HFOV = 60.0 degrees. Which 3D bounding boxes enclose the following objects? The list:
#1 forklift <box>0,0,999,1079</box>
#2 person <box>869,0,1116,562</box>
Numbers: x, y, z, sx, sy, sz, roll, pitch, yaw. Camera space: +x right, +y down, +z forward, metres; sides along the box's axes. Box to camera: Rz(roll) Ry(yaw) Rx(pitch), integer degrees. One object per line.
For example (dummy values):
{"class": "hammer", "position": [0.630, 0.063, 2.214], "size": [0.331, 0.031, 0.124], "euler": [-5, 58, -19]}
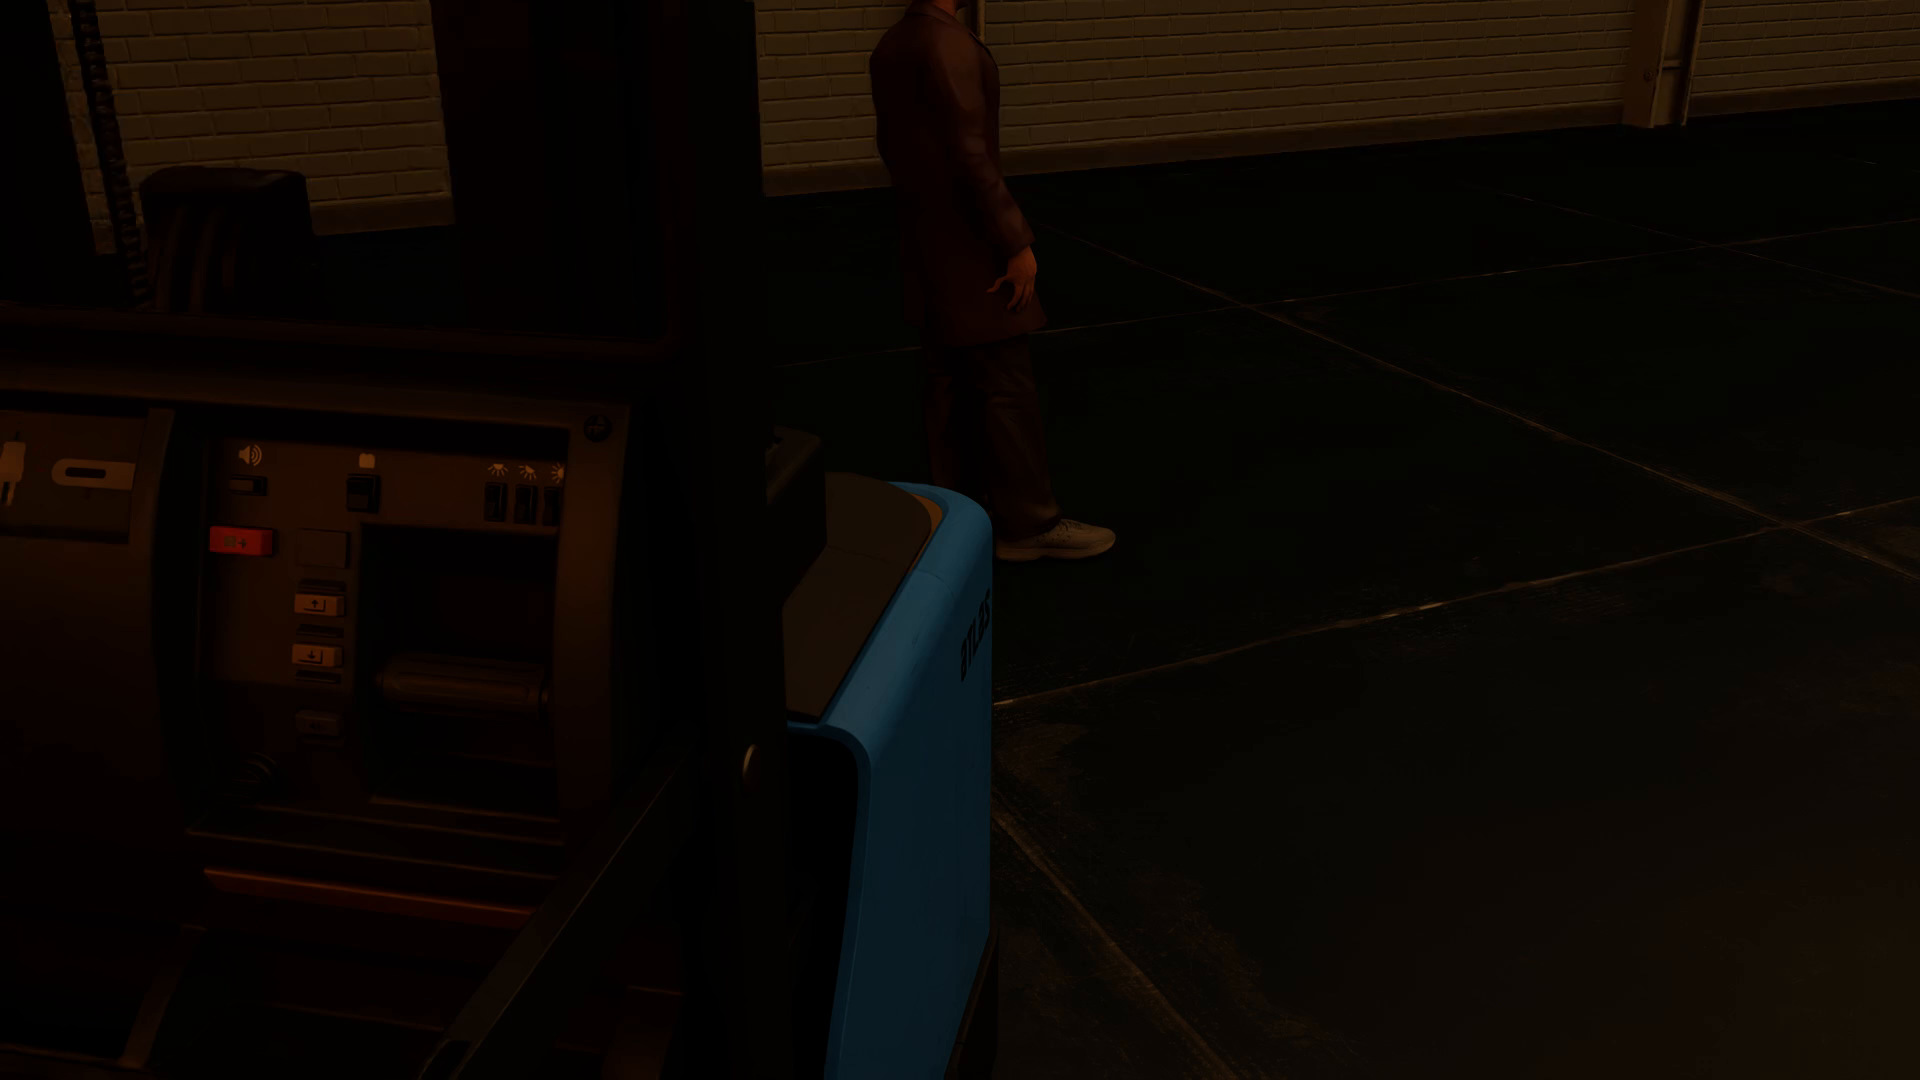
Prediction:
{"class": "forklift", "position": [-0.740, 0.072, 1.114], "size": [1.130, 2.935, 3.031], "euler": [5, 23, 11]}
{"class": "person", "position": [0.085, -0.841, 4.796], "size": [0.579, 1.777, 0.696], "euler": [-10, 25, -23]}
